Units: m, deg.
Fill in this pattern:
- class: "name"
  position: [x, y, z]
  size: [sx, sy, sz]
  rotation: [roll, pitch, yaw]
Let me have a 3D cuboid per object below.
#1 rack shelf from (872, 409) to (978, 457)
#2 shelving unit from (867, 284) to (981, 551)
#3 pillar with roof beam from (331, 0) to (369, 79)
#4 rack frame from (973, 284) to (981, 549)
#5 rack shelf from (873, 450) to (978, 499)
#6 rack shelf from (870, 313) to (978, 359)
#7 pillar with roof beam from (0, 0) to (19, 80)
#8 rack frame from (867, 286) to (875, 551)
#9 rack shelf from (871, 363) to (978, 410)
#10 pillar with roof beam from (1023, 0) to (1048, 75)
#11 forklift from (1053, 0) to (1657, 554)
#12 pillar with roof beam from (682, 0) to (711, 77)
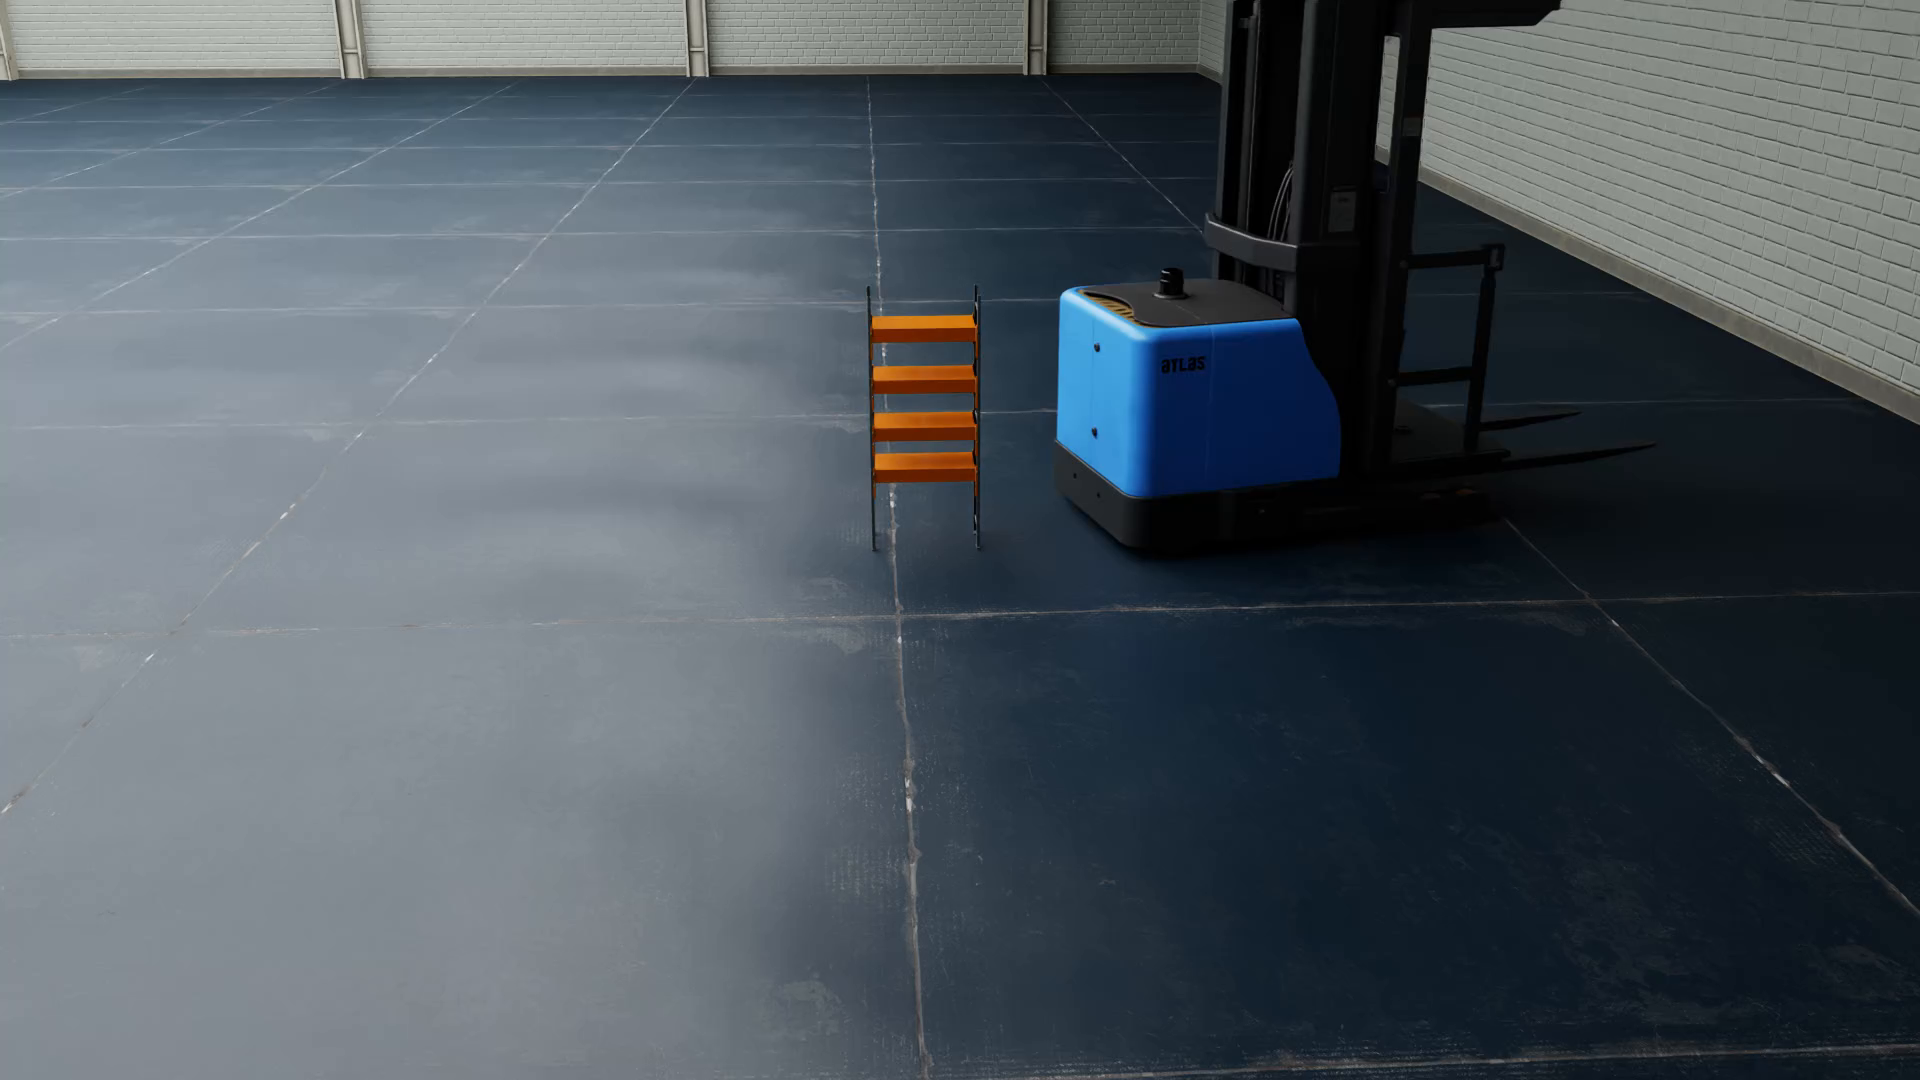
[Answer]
- class: "rack shelf"
  position: [-0.165, -0.494, 7.691]
  size: [0.480, 0.148, 0.258]
  rotation: [-1, 21, -3]
- class: "shelving unit"
  position: [-0.165, -0.557, 7.667]
  size: [0.503, 1.200, 0.258]
  rotation: [-1, 21, -3]
- class: "pillar with roof beam"
  position: [-10.391, -10.810, 23.636]
  size: [0.400, 9.000, 9.100]
  rotation: [-1, 21, -3]
- class: "rack frame"
  position: [0.078, -0.562, 7.680]
  size: [0.015, 1.200, 0.240]
  rotation: [-1, 21, -3]
- class: "rack shelf"
  position: [-0.165, -0.309, 7.762]
  size: [0.480, 0.148, 0.258]
  rotation: [-1, 21, -3]
- class: "rack shelf"
  position: [-0.165, -0.925, 7.527]
  size: [0.480, 0.148, 0.258]
  rotation: [-1, 21, -3]
- class: "pillar with roof beam"
  position: [-16.381, -10.689, 23.316]
  size: [0.400, 9.000, 9.100]
  rotation: [-1, 21, -3]
- class: "rack frame"
  position: [-0.409, -0.552, 7.654]
  size: [0.015, 1.200, 0.240]
  rotation: [-1, 21, -3]
- class: "rack shelf"
  position: [-0.165, -0.704, 7.611]
  size: [0.480, 0.148, 0.258]
  rotation: [-1, 21, -3]
- class: "pillar with roof beam"
  position: [1.589, -11.054, 24.277]
  size: [0.400, 9.000, 9.100]
  rotation: [-1, 21, -3]
- class: "forklift"
  position: [2.047, -1.600, 7.973]
  size: [3.031, 2.935, 1.130]
  rotation: [-7, 22, -17]
- class: "pillar with roof beam"
  position: [-4.401, -10.932, 23.956]
  size: [0.400, 9.000, 9.100]
  rotation: [-1, 21, -3]
